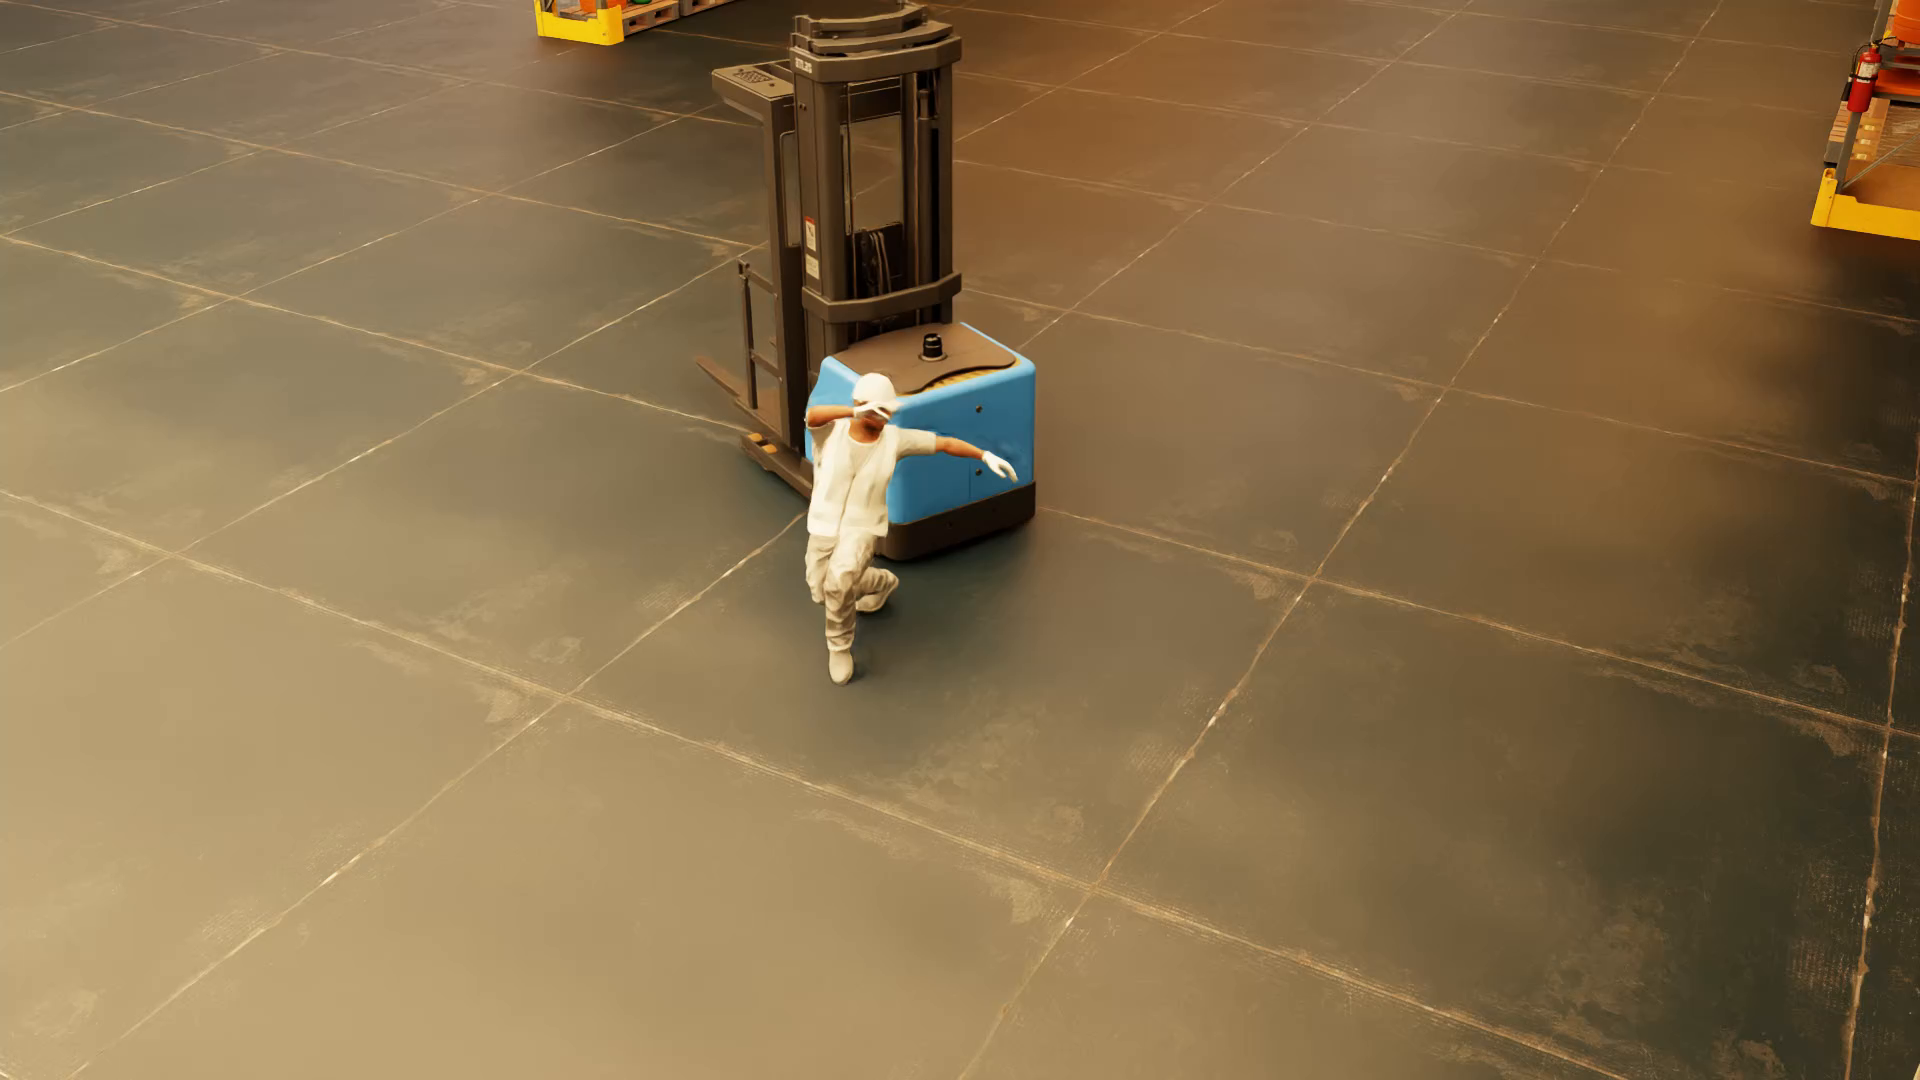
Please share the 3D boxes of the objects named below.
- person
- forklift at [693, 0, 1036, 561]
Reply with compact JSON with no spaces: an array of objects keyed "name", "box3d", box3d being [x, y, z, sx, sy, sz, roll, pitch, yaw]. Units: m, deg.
[{"name":"person","box3d":[-0.303,-0.067,8.647,1.067,1.483,0.916,8,31,13]},{"name":"forklift","box3d":[-0.779,-1.841,10.260,1.130,2.935,3.031,-19,35,-29]}]
